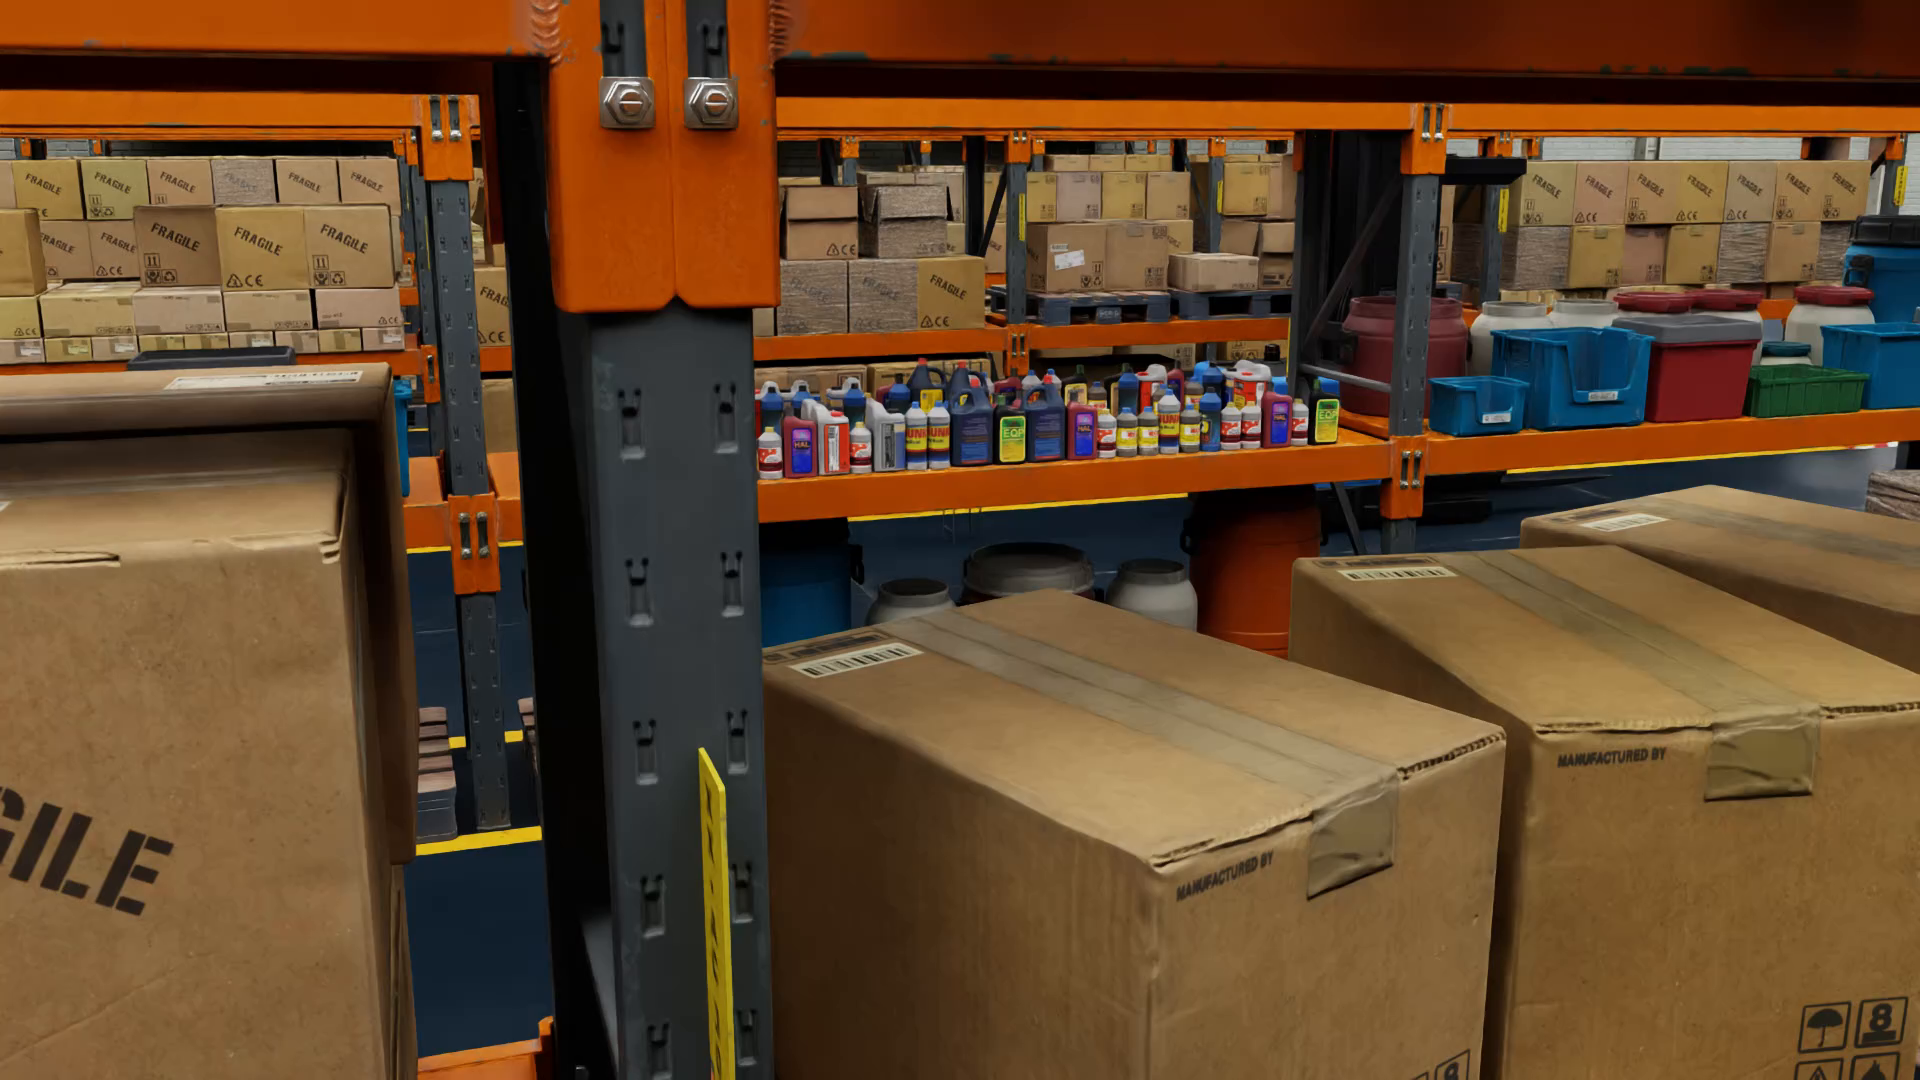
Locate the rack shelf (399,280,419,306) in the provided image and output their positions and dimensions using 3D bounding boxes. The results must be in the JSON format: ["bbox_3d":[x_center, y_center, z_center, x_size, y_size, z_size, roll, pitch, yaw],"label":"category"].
[{"bbox_3d":[-6.917,-2.129,15.166,4.000,0.370,1.077,-4,14,-18],"label":"rack shelf"}]

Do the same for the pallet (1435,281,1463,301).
[{"bbox_3d":[3.276,-2.004,13.501,1.213,0.211,1.003,-4,14,-18],"label":"pallet"}]

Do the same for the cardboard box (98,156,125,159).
[{"bbox_3d":[-9.554,-4.255,18.770,0.250,0.149,0.380,-4,14,-16],"label":"cardboard box"}]

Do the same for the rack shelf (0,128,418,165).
[{"bbox_3d":[-5.431,-2.493,10.215,4.000,0.370,1.077,-4,14,-18],"label":"rack shelf"}]

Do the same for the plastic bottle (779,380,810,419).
[{"bbox_3d":[-0.734,-0.559,7.278,0.135,0.276,0.152,-4,14,-18],"label":"plastic bottle"}]

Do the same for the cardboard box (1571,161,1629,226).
[{"bbox_3d":[5.028,-2.816,13.481,0.500,0.500,0.500,-4,14,-18],"label":"cardboard box"}]

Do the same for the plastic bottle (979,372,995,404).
[{"bbox_3d":[0.109,-0.629,7.583,0.097,0.271,0.097,0,13,0],"label":"plastic bottle"}]

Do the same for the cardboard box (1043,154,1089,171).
[{"bbox_3d":[1.372,-4.960,22.494,0.500,0.500,0.700,-5,14,-19],"label":"cardboard box"}]

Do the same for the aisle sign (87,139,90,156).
[{"bbox_3d":[-12.045,-5.693,22.978,0.004,0.787,0.394,-4,14,-18],"label":"aisle sign"}]

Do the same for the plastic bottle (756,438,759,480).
[{"bbox_3d":[-0.838,-0.336,6.502,0.097,0.201,0.097,0,13,0],"label":"plastic bottle"}]

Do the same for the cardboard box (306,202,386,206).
[{"bbox_3d":[-4.071,-1.989,11.082,0.500,0.500,0.500,-4,14,-18],"label":"cardboard box"}]

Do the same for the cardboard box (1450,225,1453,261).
[{"bbox_3d":[5.500,-3.503,19.062,0.550,0.550,0.875,-4,14,-18],"label":"cardboard box"}]

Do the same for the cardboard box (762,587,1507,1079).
[{"bbox_3d":[0.141,0.403,1.844,0.500,0.500,0.700,-10,17,-37],"label":"cardboard box"}]

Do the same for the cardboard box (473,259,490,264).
[{"bbox_3d":[-3.179,-1.675,11.484,0.500,0.500,0.500,-4,14,-18],"label":"cardboard box"}]

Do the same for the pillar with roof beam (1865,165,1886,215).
[{"bbox_3d":[20.576,-9.128,30.072,0.400,9.000,9.100,-4,14,-18],"label":"pillar with roof beam"}]

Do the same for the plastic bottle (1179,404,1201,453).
[{"bbox_3d":[0.977,-0.477,7.096,0.097,0.201,0.097,0,13,0],"label":"plastic bottle"}]

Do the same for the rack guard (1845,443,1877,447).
[{"bbox_3d":[7.766,-1.195,15.088,0.348,0.500,1.175,-4,14,-18],"label":"rack guard"}]

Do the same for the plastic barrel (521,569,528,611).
[{"bbox_3d":[-1.435,0.335,6.880,0.708,0.901,0.600,-4,14,-18],"label":"plastic barrel"}]

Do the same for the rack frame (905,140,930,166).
[{"bbox_3d":[-0.701,-5.384,27.294,0.127,3.000,1.000,-4,14,-18],"label":"rack frame"}]

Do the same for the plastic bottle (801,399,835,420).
[{"bbox_3d":[-0.567,-0.437,6.766,0.135,0.276,0.152,-4,14,-18],"label":"plastic bottle"}]

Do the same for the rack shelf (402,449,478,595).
[{"bbox_3d":[-3.851,0.052,5.995,4.000,0.370,1.077,-4,14,-18],"label":"rack shelf"}]

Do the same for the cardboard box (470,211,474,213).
[{"bbox_3d":[-4.703,-3.071,15.920,0.250,0.149,0.380,-4,14,-15],"label":"cardboard box"}]

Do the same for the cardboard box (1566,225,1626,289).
[{"bbox_3d":[4.978,-2.364,13.741,0.500,0.500,0.875,-4,14,-18],"label":"cardboard box"}]

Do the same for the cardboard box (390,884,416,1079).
[{"bbox_3d":[-0.771,0.686,1.561,0.500,0.500,0.500,-4,14,-17],"label":"cardboard box"}]

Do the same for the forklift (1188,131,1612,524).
[{"bbox_3d":[3.228,-1.653,11.760,3.031,2.935,1.130,-4,14,-16],"label":"forklift"}]

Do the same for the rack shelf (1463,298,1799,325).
[{"bbox_3d":[5.942,-1.920,14.285,4.000,0.370,1.077,-4,14,-18],"label":"rack shelf"}]

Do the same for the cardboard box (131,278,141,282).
[{"bbox_3d":[-7.191,-2.273,14.760,0.250,0.149,0.380,-5,14,-19],"label":"cardboard box"}]

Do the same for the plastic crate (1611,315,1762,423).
[{"bbox_3d":[3.464,-0.824,7.985,0.583,0.464,0.402,-4,14,-18],"label":"plastic crate"}]

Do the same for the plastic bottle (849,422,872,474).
[{"bbox_3d":[-0.399,-0.370,6.646,0.097,0.201,0.097,0,13,0],"label":"plastic bottle"}]

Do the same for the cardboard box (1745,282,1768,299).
[{"bbox_3d":[6.684,-2.156,14.268,0.250,0.149,0.380,-4,14,-18],"label":"cardboard box"}]

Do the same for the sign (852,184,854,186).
[{"bbox_3d":[-1.049,-3.328,16.323,0.005,0.325,0.100,-4,14,-18],"label":"sign"}]

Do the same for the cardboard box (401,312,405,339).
[{"bbox_3d":[-3.922,-1.460,11.343,0.250,0.149,0.380,-4,14,-18],"label":"cardboard box"}]

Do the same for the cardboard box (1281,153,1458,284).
[{"bbox_3d":[3.249,-2.590,13.346,1.000,1.000,1.000,-4,14,-18],"label":"cardboard box"}]

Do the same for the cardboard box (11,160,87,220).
[{"bbox_3d":[-7.826,-3.025,14.358,0.500,0.500,0.500,-4,14,-16],"label":"cardboard box"}]

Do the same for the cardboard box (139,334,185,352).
[{"bbox_3d":[-4.938,-1.220,10.332,0.250,0.149,0.380,-5,14,-19],"label":"cardboard box"}]

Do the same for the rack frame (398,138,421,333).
[{"bbox_3d":[-6.696,-3.705,20.237,0.127,3.000,1.000,-4,14,-18],"label":"rack frame"}]

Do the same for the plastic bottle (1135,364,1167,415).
[{"bbox_3d":[0.884,-0.685,7.808,0.135,0.276,0.152,-4,14,-18],"label":"plastic bottle"}]

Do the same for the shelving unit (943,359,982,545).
[{"bbox_3d":[0.014,-0.585,11.008,0.189,1.200,0.258,-4,14,-18],"label":"shelving unit"}]

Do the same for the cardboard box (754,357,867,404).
[{"bbox_3d":[-1.252,-0.887,12.073,0.875,0.875,1.225,-4,14,-18],"label":"cardboard box"}]

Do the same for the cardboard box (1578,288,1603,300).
[{"bbox_3d":[5.050,-2.010,13.655,0.250,0.149,0.380,-4,14,-18],"label":"cardboard box"}]

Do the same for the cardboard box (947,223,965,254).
[{"bbox_3d":[-0.238,-2.983,16.984,0.500,0.500,0.500,-5,14,-19],"label":"cardboard box"}]

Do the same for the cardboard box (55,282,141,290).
[{"bbox_3d":[-5.496,-1.516,10.716,0.500,0.250,0.500,-4,14,-18],"label":"cardboard box"}]

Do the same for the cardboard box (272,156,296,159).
[{"bbox_3d":[-7.870,-4.402,19.389,0.250,0.149,0.380,-5,14,-18],"label":"cardboard box"}]

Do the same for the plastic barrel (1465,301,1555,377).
[{"bbox_3d":[2.742,-0.918,8.277,0.421,0.512,0.421,0,13,0],"label":"plastic barrel"}]

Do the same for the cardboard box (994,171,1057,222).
[{"bbox_3d":[0.647,-3.602,17.426,0.500,0.500,0.700,-5,14,-19],"label":"cardboard box"}]

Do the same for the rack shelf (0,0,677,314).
[{"bbox_3d":[-2.275,-0.320,1.079,4.000,0.370,1.077,-4,14,-18],"label":"rack shelf"}]

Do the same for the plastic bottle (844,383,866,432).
[{"bbox_3d":[-0.456,-0.548,7.242,0.097,0.271,0.097,0,13,0],"label":"plastic bottle"}]
